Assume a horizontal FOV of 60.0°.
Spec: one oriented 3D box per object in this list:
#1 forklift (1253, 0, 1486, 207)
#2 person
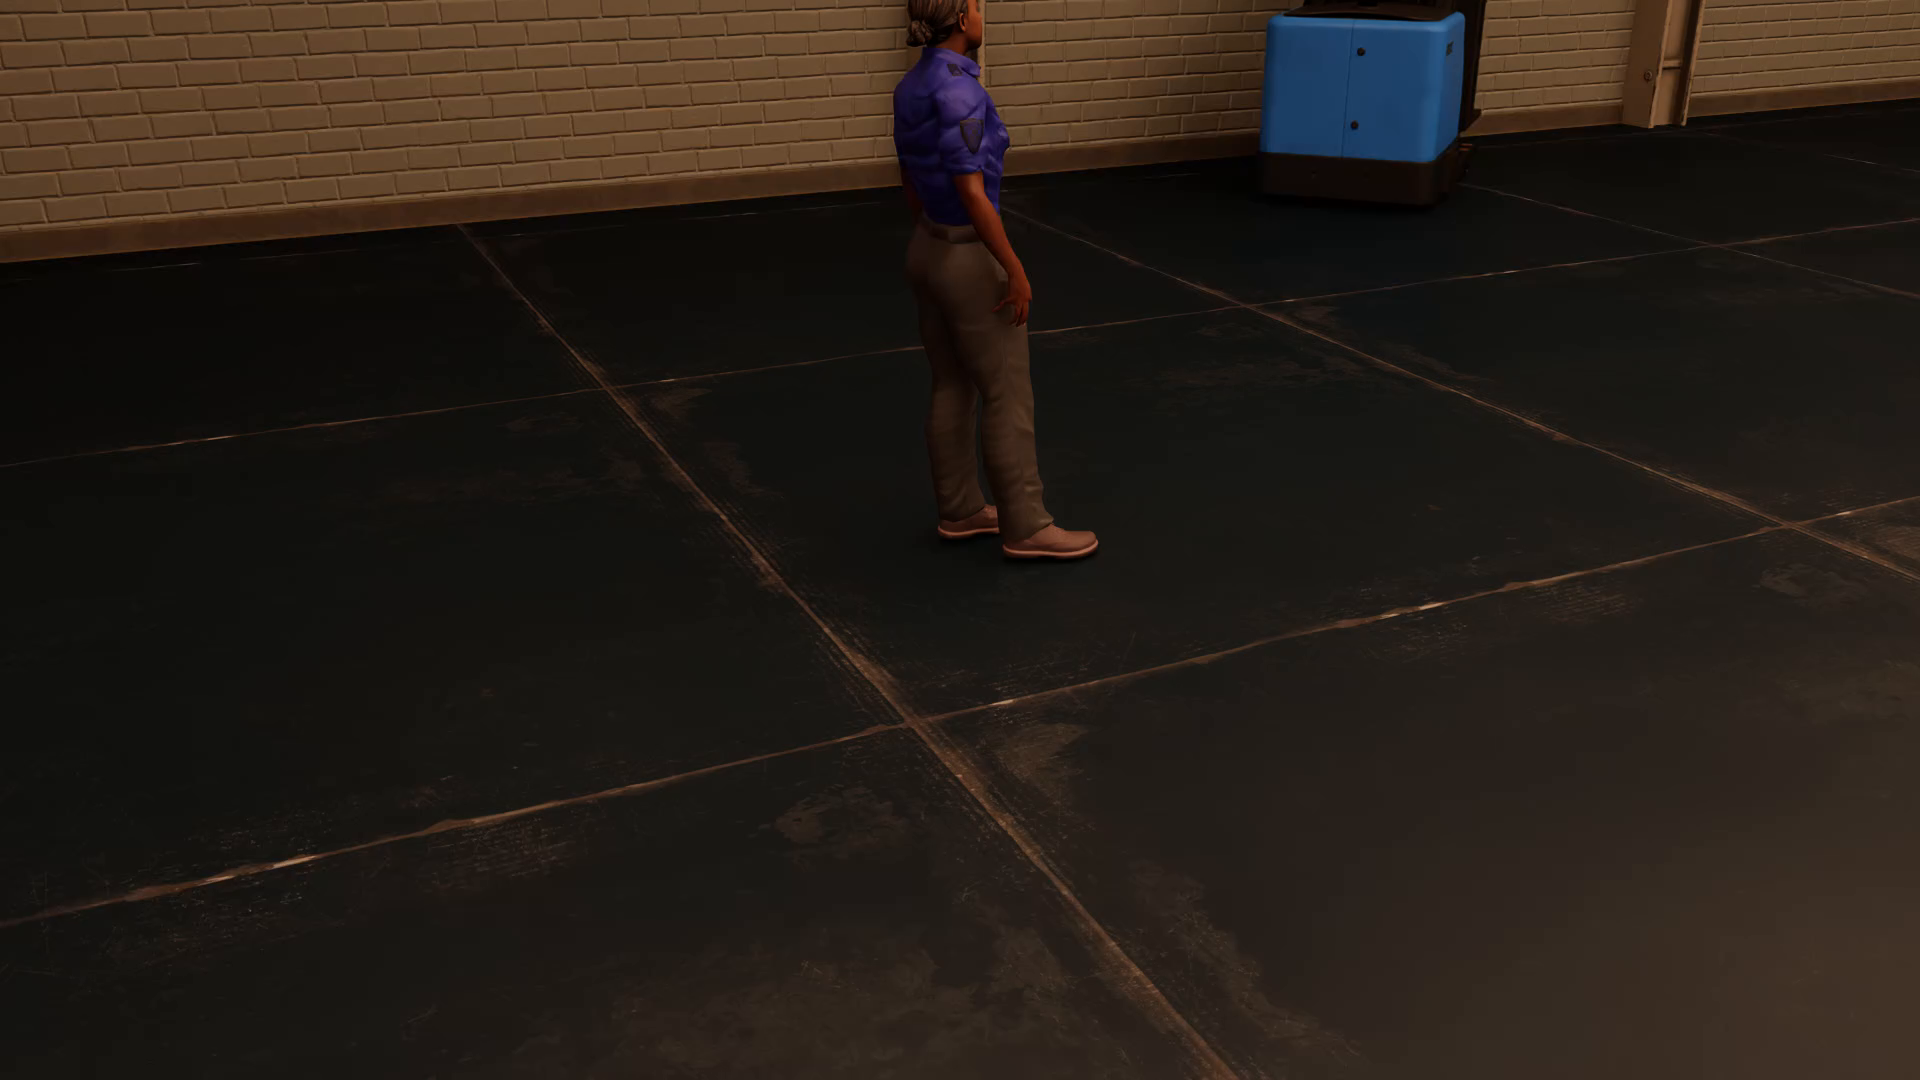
[{"bbox_3d":[2.796,-3.811,10.461,1.130,2.935,3.031,9,24,21],"label":"forklift"},{"bbox_3d":[0.088,-0.778,4.804,0.504,1.654,0.569,-10,25,-23],"label":"person"}]
